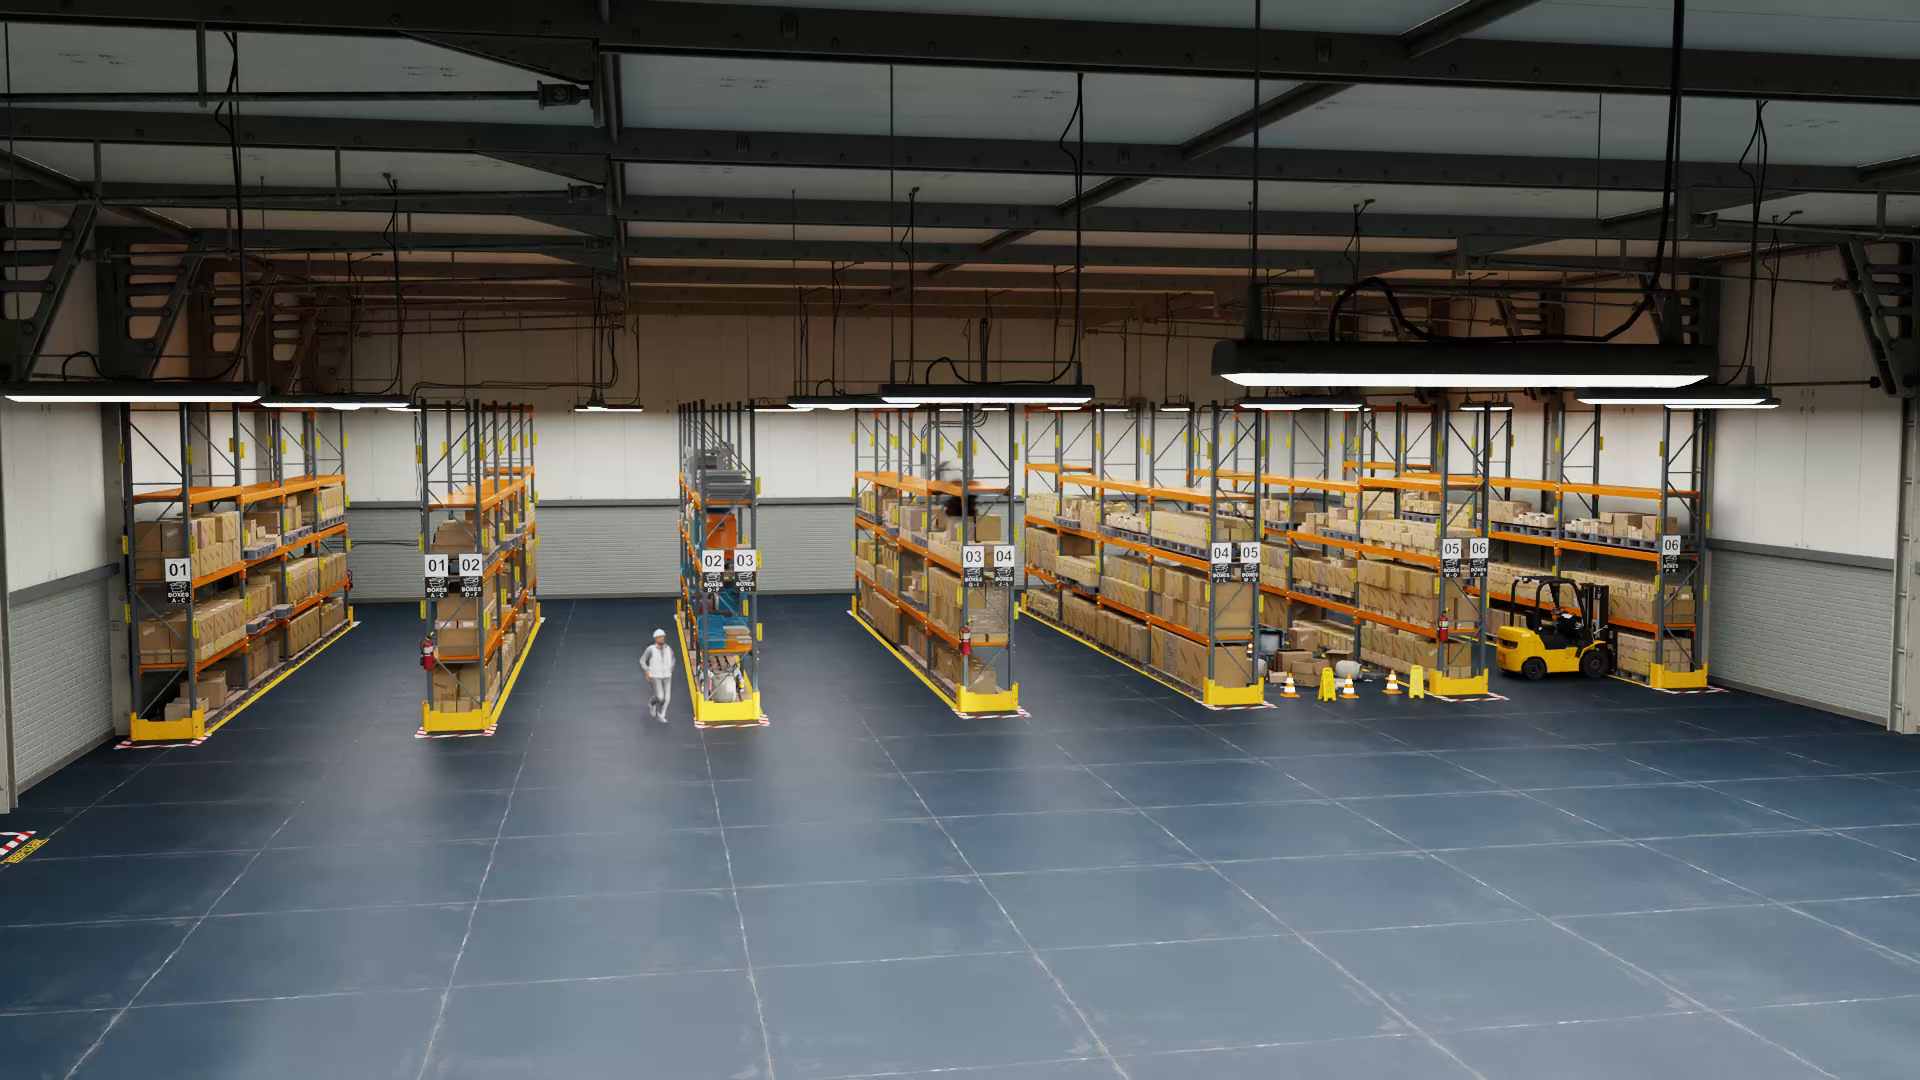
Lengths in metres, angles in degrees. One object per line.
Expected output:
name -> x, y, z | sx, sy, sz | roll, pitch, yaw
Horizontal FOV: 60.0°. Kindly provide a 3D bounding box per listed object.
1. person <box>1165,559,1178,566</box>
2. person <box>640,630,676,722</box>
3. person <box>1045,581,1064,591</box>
person -> 6.514, 1.060, 50.894 | 0.782, 1.674, 0.733 | 0, 4, 0
person -> -5.565, 2.531, 30.908 | 0.657, 1.728, 0.574 | -3, 5, -32
person -> 2.879, 1.118, 50.182 | 0.706, 1.712, 0.577 | -1, 4, -11
